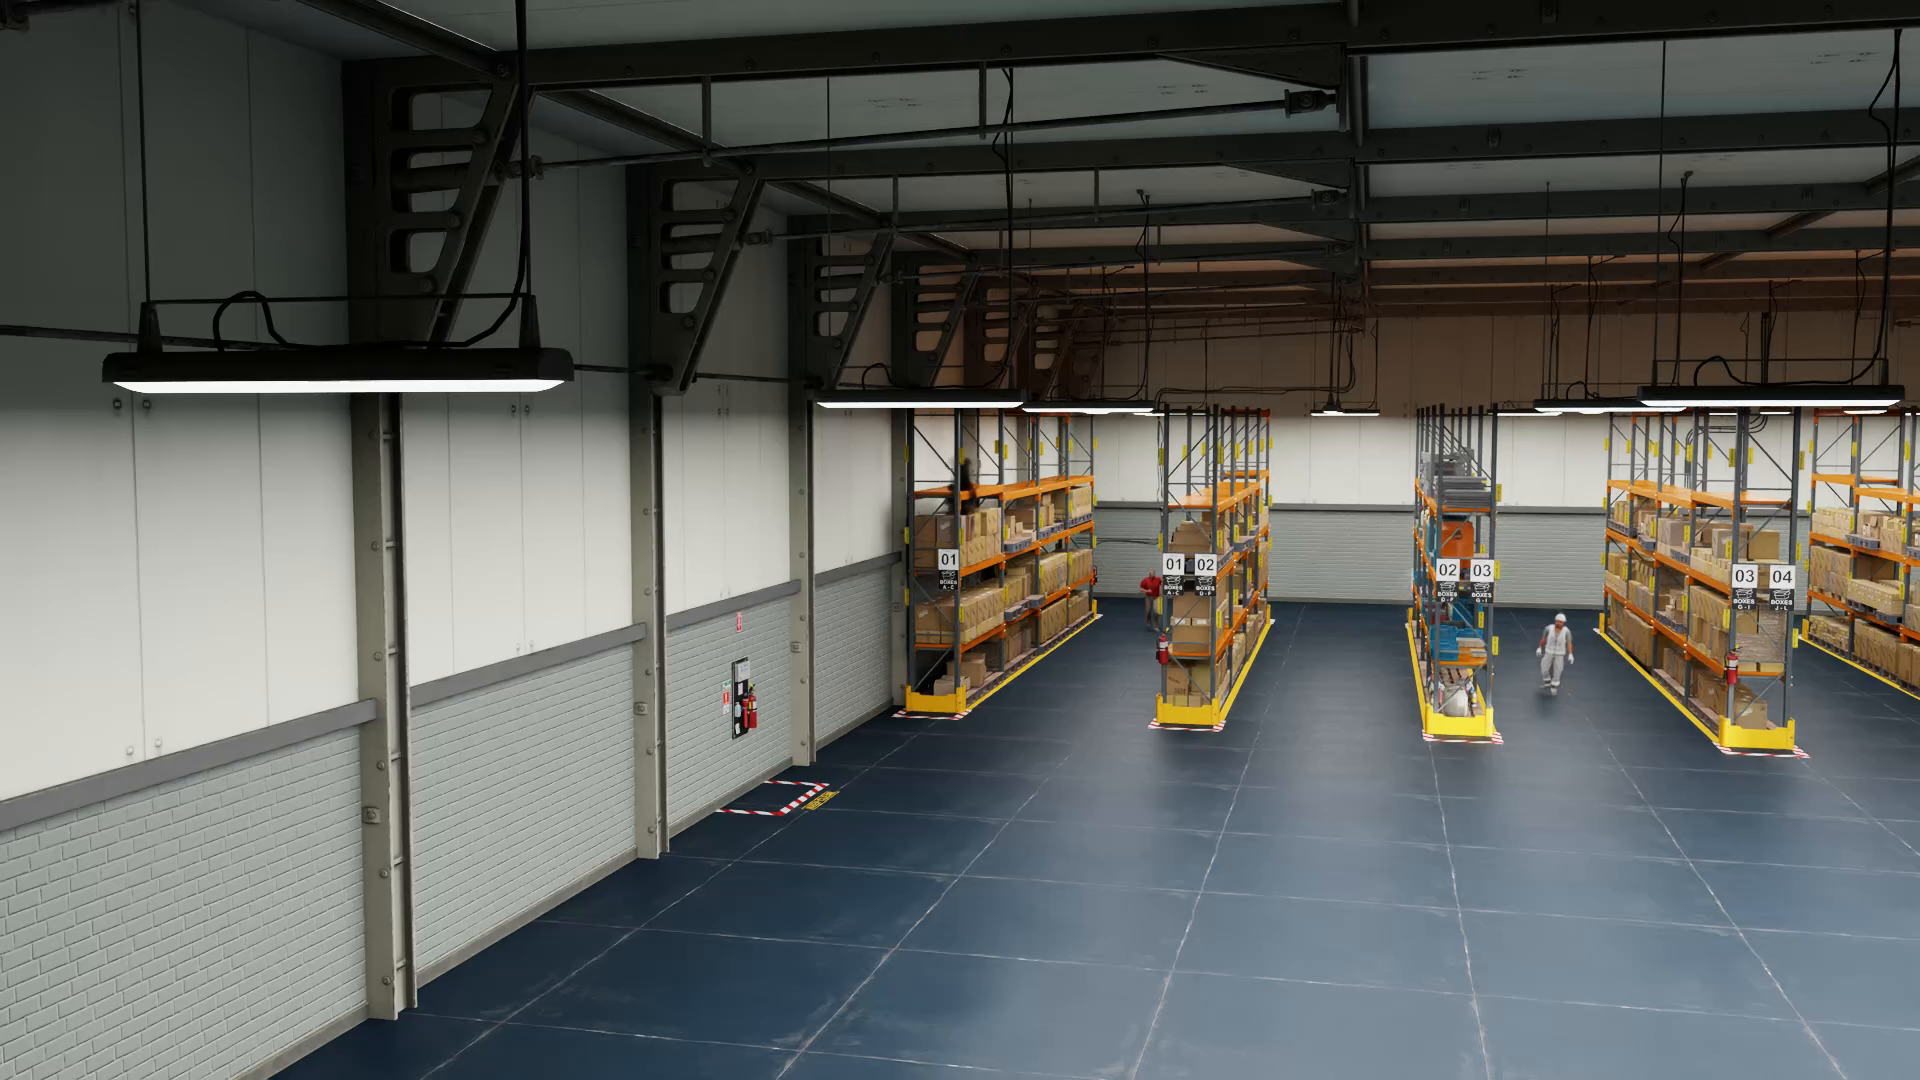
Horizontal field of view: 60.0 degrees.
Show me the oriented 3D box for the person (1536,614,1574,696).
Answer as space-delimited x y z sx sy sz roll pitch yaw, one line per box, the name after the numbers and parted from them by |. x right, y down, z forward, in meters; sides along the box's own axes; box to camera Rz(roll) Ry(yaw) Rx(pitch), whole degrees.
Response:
12.264 2.356 34.274 0.735 1.729 0.628 2 4 21 | person

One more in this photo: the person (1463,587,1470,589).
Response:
13.889 1.464 46.428 0.698 1.749 0.826 -4 5 -40 | person

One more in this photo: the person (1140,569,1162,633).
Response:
5.193 1.618 44.888 0.675 1.710 0.999 0 4 4 | person
